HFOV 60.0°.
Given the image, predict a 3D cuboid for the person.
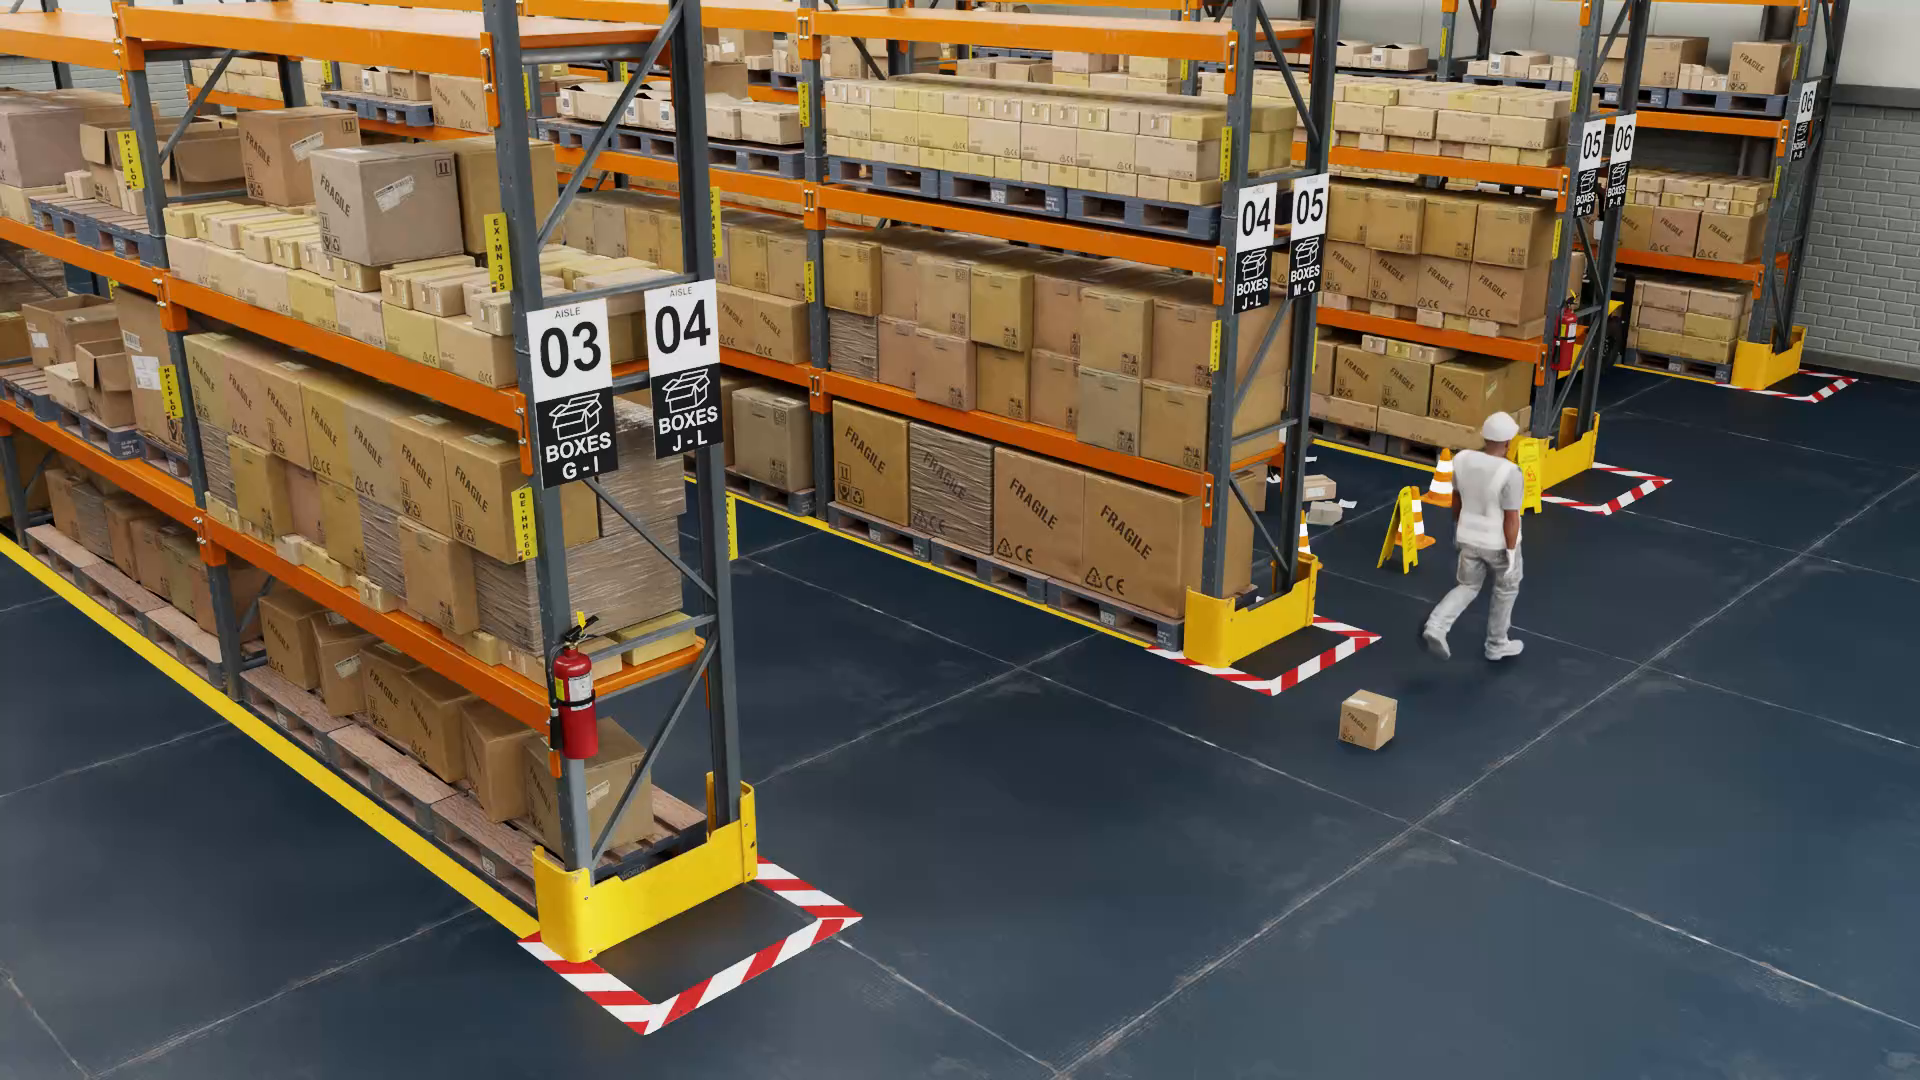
[{"bbox_3d":[3.464,-0.006,11.045,0.843,1.761,0.568,-14,25,-33],"label":"person"}]
